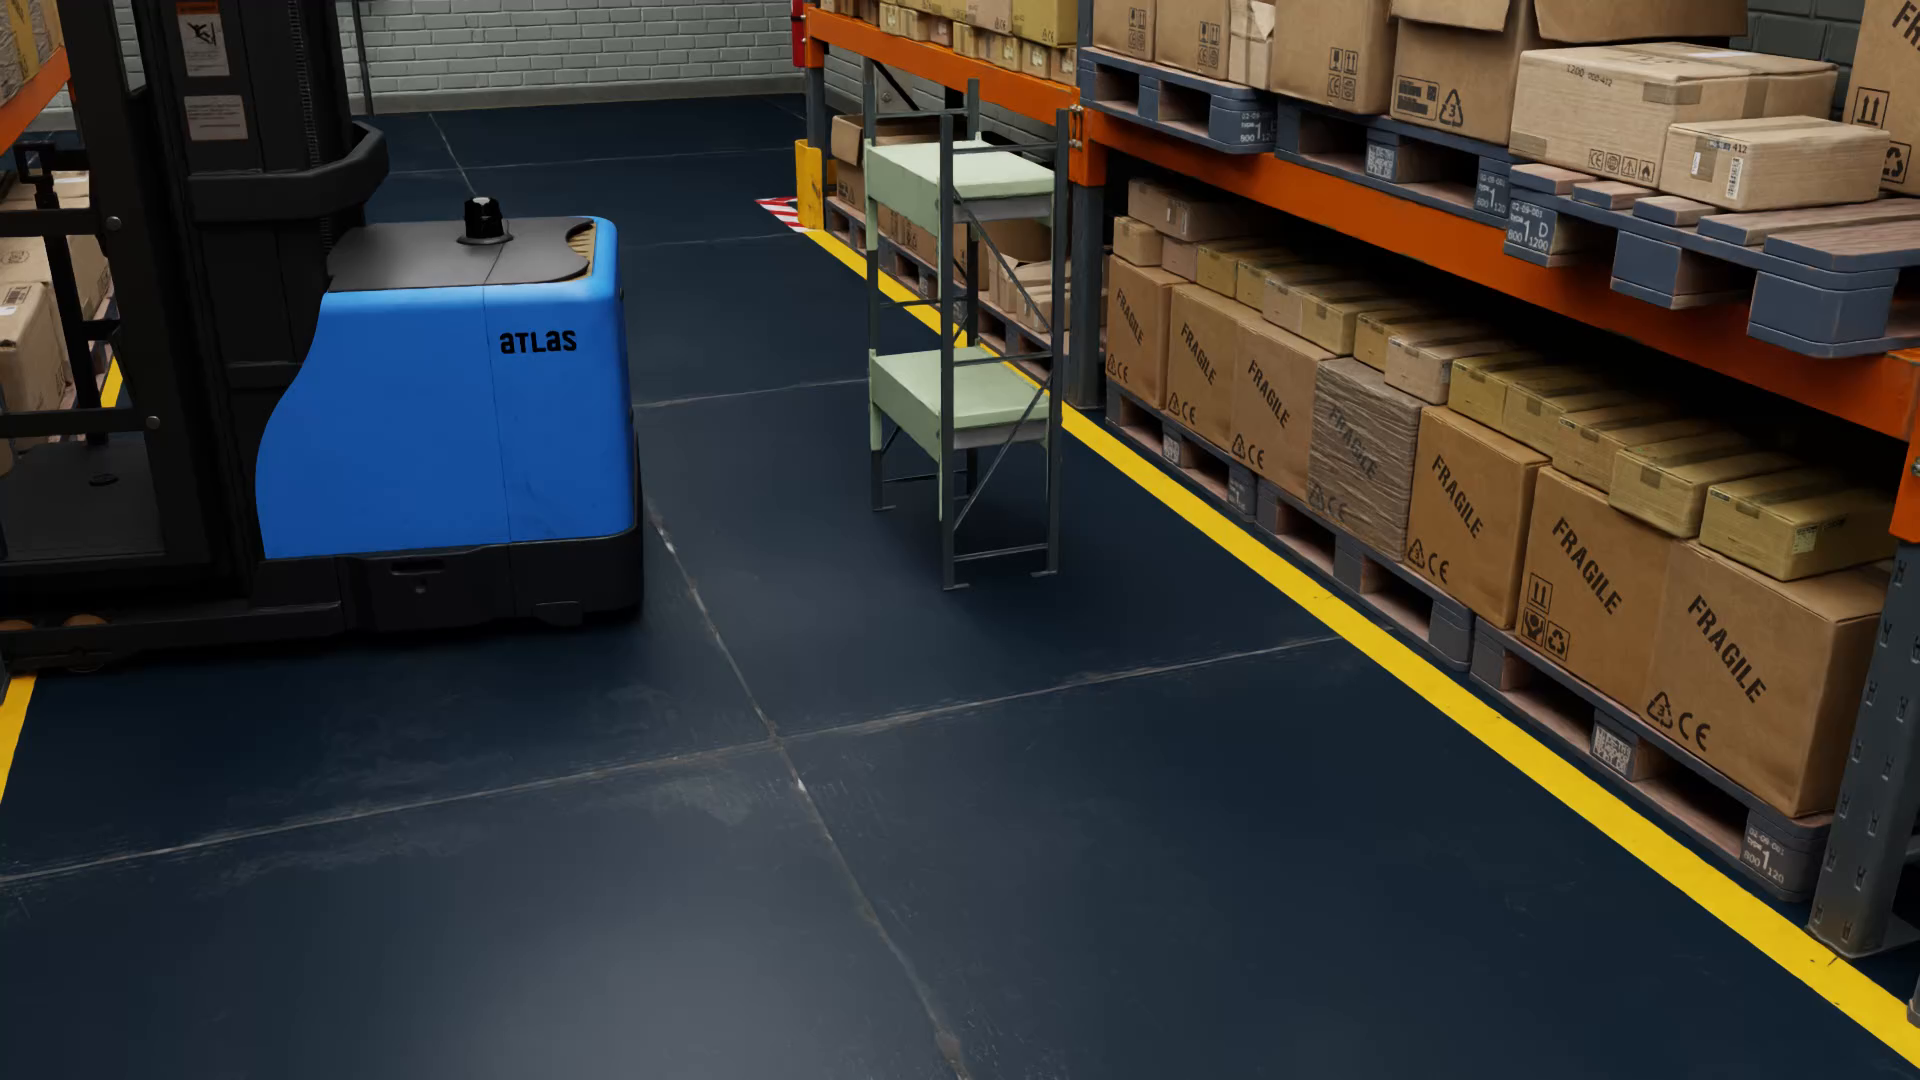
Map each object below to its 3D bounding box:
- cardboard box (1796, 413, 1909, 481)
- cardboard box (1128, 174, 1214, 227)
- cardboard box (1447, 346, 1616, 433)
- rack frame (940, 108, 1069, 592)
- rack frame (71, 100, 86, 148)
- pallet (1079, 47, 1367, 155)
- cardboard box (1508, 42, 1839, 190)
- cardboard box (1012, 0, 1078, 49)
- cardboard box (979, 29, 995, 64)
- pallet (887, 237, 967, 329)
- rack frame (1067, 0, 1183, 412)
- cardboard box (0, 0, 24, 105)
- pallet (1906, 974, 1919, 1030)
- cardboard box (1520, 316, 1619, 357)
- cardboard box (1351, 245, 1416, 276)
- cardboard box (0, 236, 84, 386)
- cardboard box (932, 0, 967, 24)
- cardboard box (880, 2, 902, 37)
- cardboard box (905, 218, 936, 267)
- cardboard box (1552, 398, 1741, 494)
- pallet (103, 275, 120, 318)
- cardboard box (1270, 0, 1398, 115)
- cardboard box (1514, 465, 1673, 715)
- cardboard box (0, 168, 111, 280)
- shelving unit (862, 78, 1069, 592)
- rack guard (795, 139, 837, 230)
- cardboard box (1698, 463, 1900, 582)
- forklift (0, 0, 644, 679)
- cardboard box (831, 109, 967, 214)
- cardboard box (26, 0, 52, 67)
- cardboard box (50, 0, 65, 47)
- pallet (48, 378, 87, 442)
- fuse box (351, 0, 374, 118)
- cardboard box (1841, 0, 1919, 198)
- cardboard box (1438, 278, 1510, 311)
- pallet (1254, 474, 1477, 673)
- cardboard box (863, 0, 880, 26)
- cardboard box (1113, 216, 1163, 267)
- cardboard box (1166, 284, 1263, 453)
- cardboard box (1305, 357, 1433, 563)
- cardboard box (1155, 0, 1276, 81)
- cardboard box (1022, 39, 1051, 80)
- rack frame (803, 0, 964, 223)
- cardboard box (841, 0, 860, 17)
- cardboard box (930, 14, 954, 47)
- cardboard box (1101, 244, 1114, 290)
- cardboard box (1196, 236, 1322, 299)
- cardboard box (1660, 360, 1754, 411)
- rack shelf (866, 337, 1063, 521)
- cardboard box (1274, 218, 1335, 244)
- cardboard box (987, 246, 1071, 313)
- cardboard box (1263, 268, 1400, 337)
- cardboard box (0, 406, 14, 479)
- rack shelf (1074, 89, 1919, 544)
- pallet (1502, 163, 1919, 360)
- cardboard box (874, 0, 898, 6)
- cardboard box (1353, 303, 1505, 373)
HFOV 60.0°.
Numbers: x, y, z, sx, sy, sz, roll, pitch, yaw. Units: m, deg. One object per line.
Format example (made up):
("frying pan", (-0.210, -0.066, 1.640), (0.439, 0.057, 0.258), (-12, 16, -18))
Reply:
("cardboard box", (2.400, -0.232, 4.282), (0.380, 0.149, 0.250), (-8, 24, -17))
("cardboard box", (0.883, -1.332, 6.508), (0.380, 0.149, 0.250), (-9, 24, -20))
("cardboard box", (1.633, -0.434, 4.760), (0.380, 0.149, 0.250), (-9, 24, -20))
("rack frame", (0.132, -0.556, 5.137), (0.400, 1.500, 0.023), (-8, 24, -19))
("rack frame", (-5.107, -2.784, 8.493), (1.000, 3.000, 0.127), (-8, 24, -19))
("pallet", (1.129, -1.619, 5.976), (1.003, 0.211, 1.213), (-8, 24, -19))
("cardboard box", (1.686, -1.023, 3.967), (0.500, 0.250, 0.500), (-10, 25, -21))
("cardboard box", (0.540, -2.232, 6.995), (0.500, 0.250, 0.500), (-8, 24, -18))
("cardboard box", (0.305, -2.260, 7.574), (0.380, 0.149, 0.250), (-8, 24, -18))
("pallet", (0.272, -1.421, 8.851), (1.003, 0.211, 1.213), (-8, 24, -19))
("rack frame", (0.948, -2.013, 6.664), (1.000, 3.000, 0.127), (-8, 24, -19))
("cardboard box", (-3.958, -1.948, 6.381), (0.500, 0.500, 0.500), (-8, 24, -19))
("pallet", (2.616, 1.030, 3.034), (1.003, 0.211, 1.213), (-8, 24, -19))
("cardboard box", (1.962, -0.595, 5.142), (0.380, 0.149, 0.250), (-8, 24, -19))
("cardboard box", (1.655, -0.988, 6.074), (0.380, 0.149, 0.250), (-10, 25, -22))
("cardboard box", (-4.132, -0.911, 6.808), (0.875, 0.438, 0.875), (-9, 25, -21))
("cardboard box", (0.186, -2.595, 7.856), (0.500, 0.250, 0.500), (-9, 24, -19))
("cardboard box", (-0.197, -2.718, 8.661), (0.380, 0.149, 0.250), (-9, 24, -20))
("cardboard box", (0.021, -1.751, 8.720), (0.500, 0.500, 0.500), (-8, 24, -18))
("cardboard box", (1.773, -0.241, 4.303), (0.380, 0.149, 0.250), (-9, 25, -21))
("pallet", (-4.751, -1.219, 8.371), (1.003, 0.211, 1.213), (-8, 24, -19))
("cardboard box", (1.370, -1.573, 4.950), (0.700, 0.500, 0.500), (-8, 24, -19))
("cardboard box", (1.844, 0.091, 4.349), (0.500, 0.500, 0.500), (-9, 24, -20))
("cardboard box", (-4.780, -1.571, 8.373), (0.875, 0.438, 0.875), (-9, 25, -21))
("shelving unit", (0.002, -0.689, 5.453), (0.431, 1.500, 0.755), (-8, 24, -19))
("rack guard", (-0.438, -2.287, 10.532), (1.175, 0.500, 0.348), (-8, 24, -19))
("cardboard box", (1.950, -0.045, 3.837), (0.380, 0.149, 0.250), (-10, 25, -22))
("forklift", (-2.548, -1.172, 4.758), (3.031, 2.935, 1.130), (-4, 23, -9))
("cardboard box", (-0.337, -2.274, 9.957), (0.797, 0.503, 0.637), (-9, 25, -21))
("cardboard box", (-4.335, -2.321, 7.266), (0.500, 0.500, 0.500), (-8, 24, -17))
("cardboard box", (-4.689, -2.691, 8.144), (0.500, 0.500, 0.500), (-8, 24, -19))
("pallet", (-3.889, -0.333, 6.267), (1.003, 0.211, 1.213), (-8, 24, -19))
("fuse box", (-5.104, -4.471, 14.155), (0.539, 1.711, 0.414), (-8, 24, -19))
("cardboard box", (2.326, -1.008, 3.609), (0.500, 0.500, 0.500), (-7, 24, -17))
("cardboard box", (1.845, -0.795, 5.616), (0.380, 0.149, 0.250), (-8, 24, -18))
("pallet", (1.706, 0.007, 5.463), (1.003, 0.211, 1.213), (-8, 24, -19))
("cardboard box", (-0.315, -2.916, 9.131), (0.380, 0.149, 0.250), (-8, 24, -17))
("cardboard box", (0.826, -1.187, 6.546), (0.380, 0.149, 0.250), (-7, 24, -16))
("cardboard box", (1.106, -0.656, 6.121), (0.500, 0.500, 0.500), (-9, 24, -20))
("cardboard box", (1.456, -0.284, 5.241), (0.500, 0.500, 0.500), (-9, 25, -21))
("cardboard box", (1.093, -1.858, 5.626), (0.700, 0.500, 0.500), (-8, 24, -18))
("cardboard box", (0.487, -2.070, 7.122), (0.380, 0.149, 0.250), (-8, 24, -18))
("rack frame", (-0.465, -3.466, 10.112), (1.000, 3.000, 0.127), (-8, 24, -19))
("cardboard box", (-0.472, -3.107, 9.584), (0.380, 0.149, 0.250), (-8, 24, -18))
("cardboard box", (0.071, -2.541, 8.241), (0.380, 0.149, 0.250), (-8, 24, -19))
("cardboard box", (0.936, -1.240, 7.751), (0.500, 0.311, 0.500), (-7, 24, -17))
("cardboard box", (1.098, -1.005, 6.115), (0.380, 0.149, 0.250), (-10, 25, -22))
("cardboard box", (2.228, -0.423, 4.735), (0.380, 0.149, 0.250), (-10, 25, -21))
("rack shelf", (0.002, -0.388, 5.580), (0.431, 0.370, 0.720), (-8, 24, -19))
("cardboard box", (1.446, -1.164, 6.493), (0.380, 0.149, 0.250), (-8, 24, -19))
("cardboard box", (0.351, -1.238, 7.805), (0.396, 0.266, 0.258), (-7, 24, -17))
("cardboard box", (1.261, -0.811, 5.655), (0.380, 0.149, 0.250), (-8, 24, -19))
("cardboard box", (-3.400, -0.331, 4.867), (0.875, 0.875, 0.875), (-8, 24, -17))
("rack shelf", (1.655, -0.955, 5.079), (1.077, 0.370, 4.000), (-8, 24, -19))
("pallet", (2.056, -0.708, 3.814), (1.213, 0.211, 1.003), (-8, 24, -19))
("cardboard box", (-0.196, -2.965, 8.734), (0.500, 0.250, 0.500), (-9, 24, -20))
("cardboard box", (1.469, -0.627, 5.217), (0.380, 0.149, 0.250), (-8, 24, -19))
